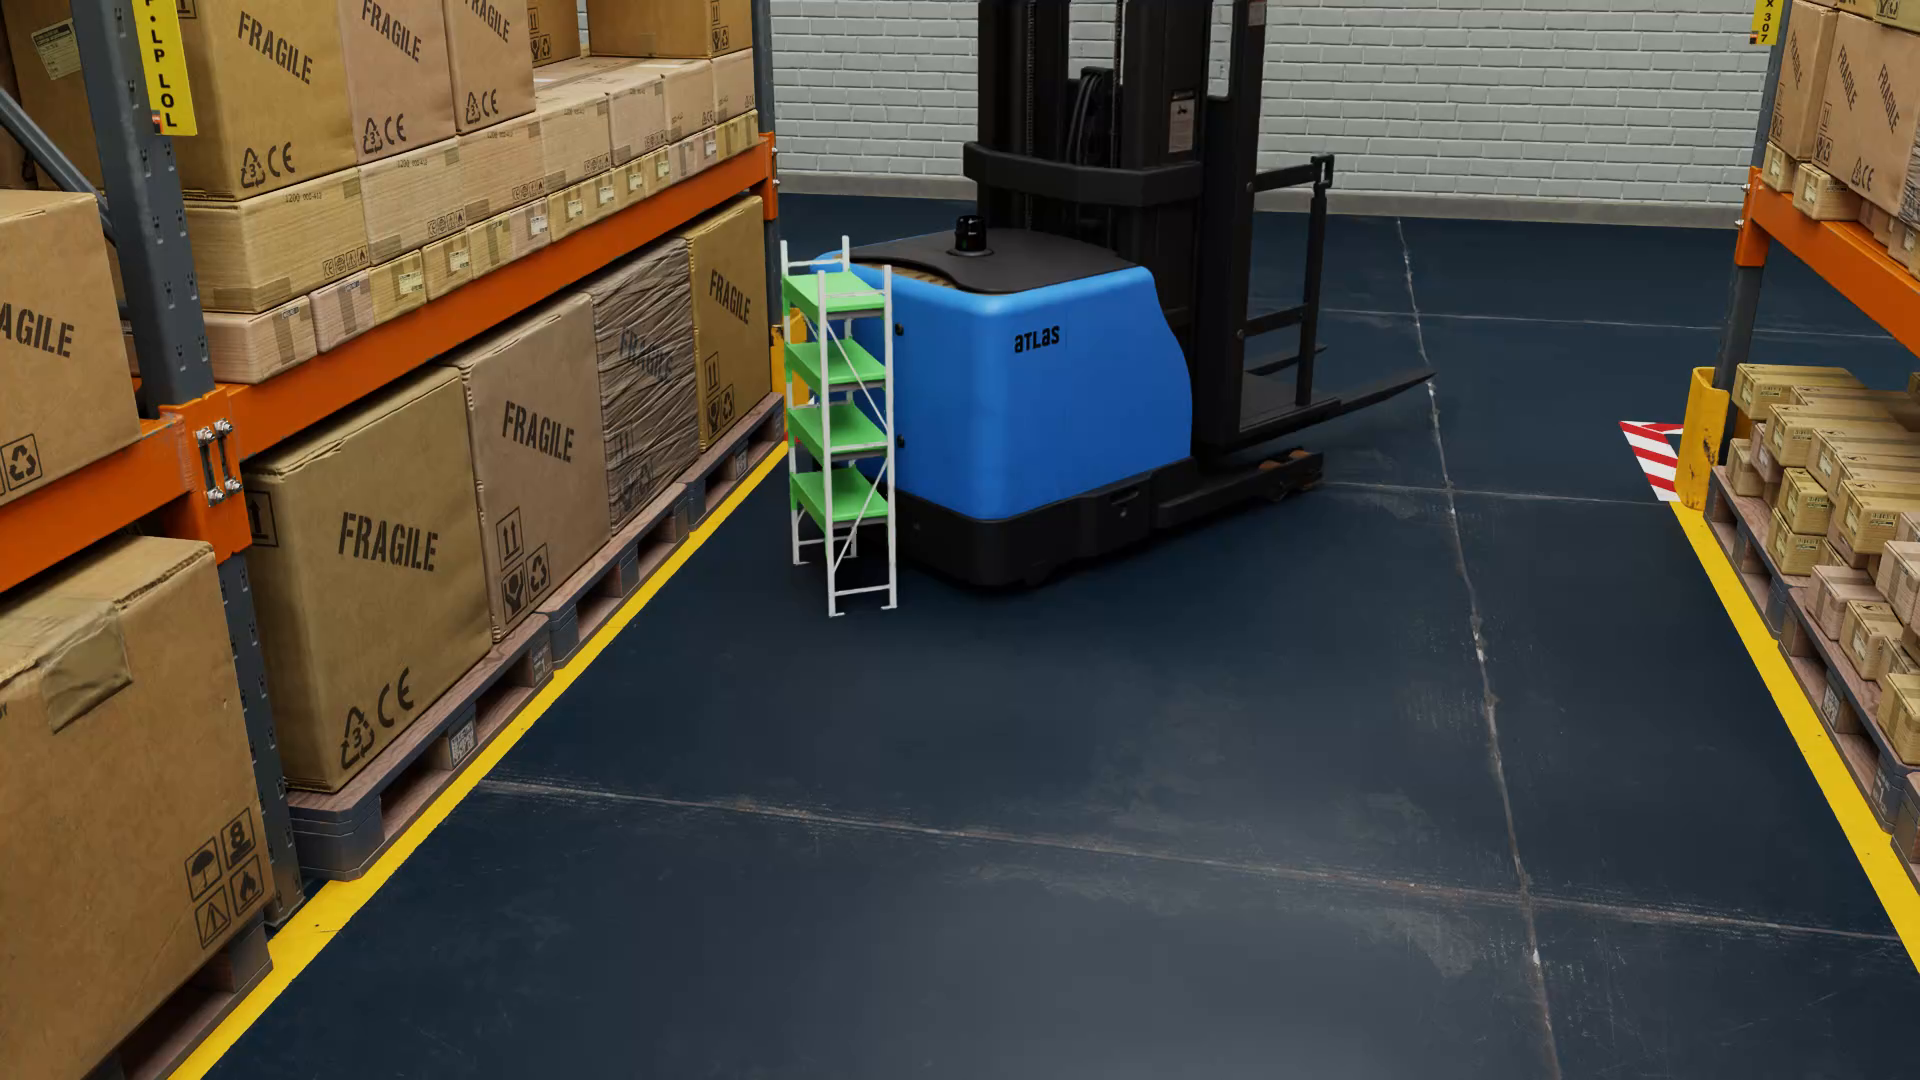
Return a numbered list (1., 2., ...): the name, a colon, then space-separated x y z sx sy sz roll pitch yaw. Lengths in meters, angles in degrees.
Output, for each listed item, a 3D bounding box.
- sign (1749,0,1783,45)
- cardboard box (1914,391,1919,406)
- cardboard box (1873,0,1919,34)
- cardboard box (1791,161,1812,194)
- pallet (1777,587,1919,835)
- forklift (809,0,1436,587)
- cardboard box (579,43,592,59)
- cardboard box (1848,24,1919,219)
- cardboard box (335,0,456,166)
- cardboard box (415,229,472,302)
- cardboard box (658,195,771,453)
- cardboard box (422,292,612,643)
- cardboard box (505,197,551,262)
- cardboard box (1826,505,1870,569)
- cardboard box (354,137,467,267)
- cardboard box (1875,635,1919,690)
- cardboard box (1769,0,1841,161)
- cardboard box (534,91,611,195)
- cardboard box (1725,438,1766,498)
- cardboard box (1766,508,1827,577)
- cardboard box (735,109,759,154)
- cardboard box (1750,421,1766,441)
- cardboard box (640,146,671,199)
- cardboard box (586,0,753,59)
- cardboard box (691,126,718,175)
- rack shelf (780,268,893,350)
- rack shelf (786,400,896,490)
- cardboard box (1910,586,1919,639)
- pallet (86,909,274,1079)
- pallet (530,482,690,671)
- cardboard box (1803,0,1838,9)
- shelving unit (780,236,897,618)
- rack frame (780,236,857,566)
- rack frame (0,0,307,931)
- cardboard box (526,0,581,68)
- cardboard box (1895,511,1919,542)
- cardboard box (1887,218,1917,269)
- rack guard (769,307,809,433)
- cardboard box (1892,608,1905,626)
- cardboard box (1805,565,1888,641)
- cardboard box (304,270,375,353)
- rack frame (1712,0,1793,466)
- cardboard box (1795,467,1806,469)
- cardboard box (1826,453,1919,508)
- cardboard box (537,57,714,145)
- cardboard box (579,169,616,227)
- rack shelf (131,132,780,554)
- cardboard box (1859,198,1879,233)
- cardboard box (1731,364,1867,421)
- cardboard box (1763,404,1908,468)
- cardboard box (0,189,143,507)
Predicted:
1. sign: 2.997 -1.999 6.144 0.100 0.325 0.005 4 22 11
2. cardboard box: 3.561 -0.404 5.800 0.380 0.149 0.250 5 22 12
3. cardboard box: 2.952 -1.687 4.657 0.500 0.500 0.500 4 22 10
4. cardboard box: 3.130 -1.250 5.779 0.380 0.149 0.250 5 23 13
5. pallet: 3.061 0.504 4.819 1.003 0.211 1.213 4 22 11
6. forklift: 0.863 -1.642 6.508 3.031 2.935 1.130 -19 29 -39
7. cardboard box: -1.669 -1.885 6.821 0.500 0.250 0.500 4 22 9
8. cardboard box: 2.970 -1.222 4.840 0.500 0.500 0.500 5 22 12
9. cardboard box: -1.667 -1.260 4.266 0.500 0.500 0.500 4 22 11
10. cardboard box: -1.578 -0.764 4.571 0.380 0.149 0.250 4 22 9
11. cardboard box: -1.359 -0.941 6.956 0.875 0.875 0.875 4 22 11
12. cardboard box: -1.726 -0.282 5.321 0.875 0.875 0.875 4 22 11
13. cardboard box: -1.473 -0.949 5.031 0.380 0.149 0.250 5 22 12
14. cardboard box: 2.976 -0.013 5.226 0.380 0.149 0.250 3 22 8
15. cardboard box: -1.664 -0.910 4.402 0.500 0.250 0.500 4 22 11
16. cardboard box: 2.789 0.396 4.609 0.380 0.149 0.250 5 22 12
17. cardboard box: 3.166 -1.598 5.773 0.500 0.500 0.500 6 23 13
18. cardboard box: -1.456 -1.280 5.319 0.500 0.250 0.500 4 22 11
19. cardboard box: 3.108 -0.262 6.242 0.380 0.149 0.250 5 22 12
20. cardboard box: 2.931 0.017 5.551 0.380 0.149 0.250 5 22 12
21. cardboard box: -1.057 -1.700 6.895 0.380 0.149 0.250 5 22 12
22. cardboard box: 3.170 -0.395 6.174 0.380 0.149 0.250 5 23 13
23. cardboard box: -1.264 -1.326 5.967 0.380 0.149 0.250 4 22 10
24. cardboard box: -1.149 -2.190 6.574 0.500 0.500 0.500 5 22 12
25. cardboard box: -1.161 -1.512 6.430 0.380 0.149 0.250 5 22 11
26. rack shelf: -0.418 -0.779 5.569 0.258 0.148 0.480 -8 23 -18
27. rack shelf: -0.418 -0.334 5.748 0.258 0.148 0.480 -8 23 -18
28. cardboard box: 2.681 0.225 4.237 0.380 0.149 0.250 3 22 8
29. pallet: -2.206 1.073 3.407 1.003 0.211 1.213 4 22 11
30. pallet: -1.644 0.065 5.909 1.003 0.211 1.213 4 22 11
31. cardboard box: 3.177 -2.061 5.585 0.500 0.500 0.500 4 22 11
32. shelving unit: -0.418 -0.393 5.724 0.258 1.200 0.503 -8 23 -18
33. rack frame: -0.500 -0.479 5.937 0.240 1.200 0.015 -8 23 -18
34. rack frame: -2.123 -0.509 3.601 1.000 3.000 0.127 4 22 11
35. cardboard box: -1.771 -2.050 6.227 0.500 0.500 0.500 4 22 10
36. cardboard box: 2.882 0.043 4.689 0.380 0.149 0.250 5 22 11
37. cardboard box: 2.947 -0.865 4.823 0.380 0.149 0.250 4 22 10
38. rack guard: -1.302 -0.821 7.722 1.175 0.500 0.348 4 22 11
39. cardboard box: 2.896 0.188 4.728 0.380 0.149 0.250 6 23 13
40. cardboard box: 2.837 0.202 5.091 0.380 0.149 0.250 3 22 8
41. cardboard box: -1.683 -0.571 4.092 0.380 0.149 0.250 4 22 9
42. rack frame: 3.528 -1.556 6.203 1.000 3.000 0.127 4 22 11
43. cardboard box: 3.096 -0.203 5.697 0.380 0.149 0.250 5 22 12
44. cardboard box: 2.938 -0.149 5.166 0.380 0.149 0.250 5 23 13
45. cardboard box: -1.250 -1.657 6.255 0.500 0.250 0.500 4 22 10
46. cardboard box: -1.369 -1.141 5.507 0.380 0.149 0.250 5 22 12
47. rack shelf: -1.715 -0.906 5.552 1.077 0.370 4.000 4 22 11
48. cardboard box: 3.104 -1.051 5.283 0.380 0.149 0.250 6 23 13
49. cardboard box: 3.089 -0.539 6.135 0.380 0.149 0.250 3 22 8
50. cardboard box: 2.974 -0.347 5.657 0.380 0.149 0.250 4 22 11
51. cardboard box: -1.951 -0.363 3.106 0.500 0.500 0.500 5 22 11
